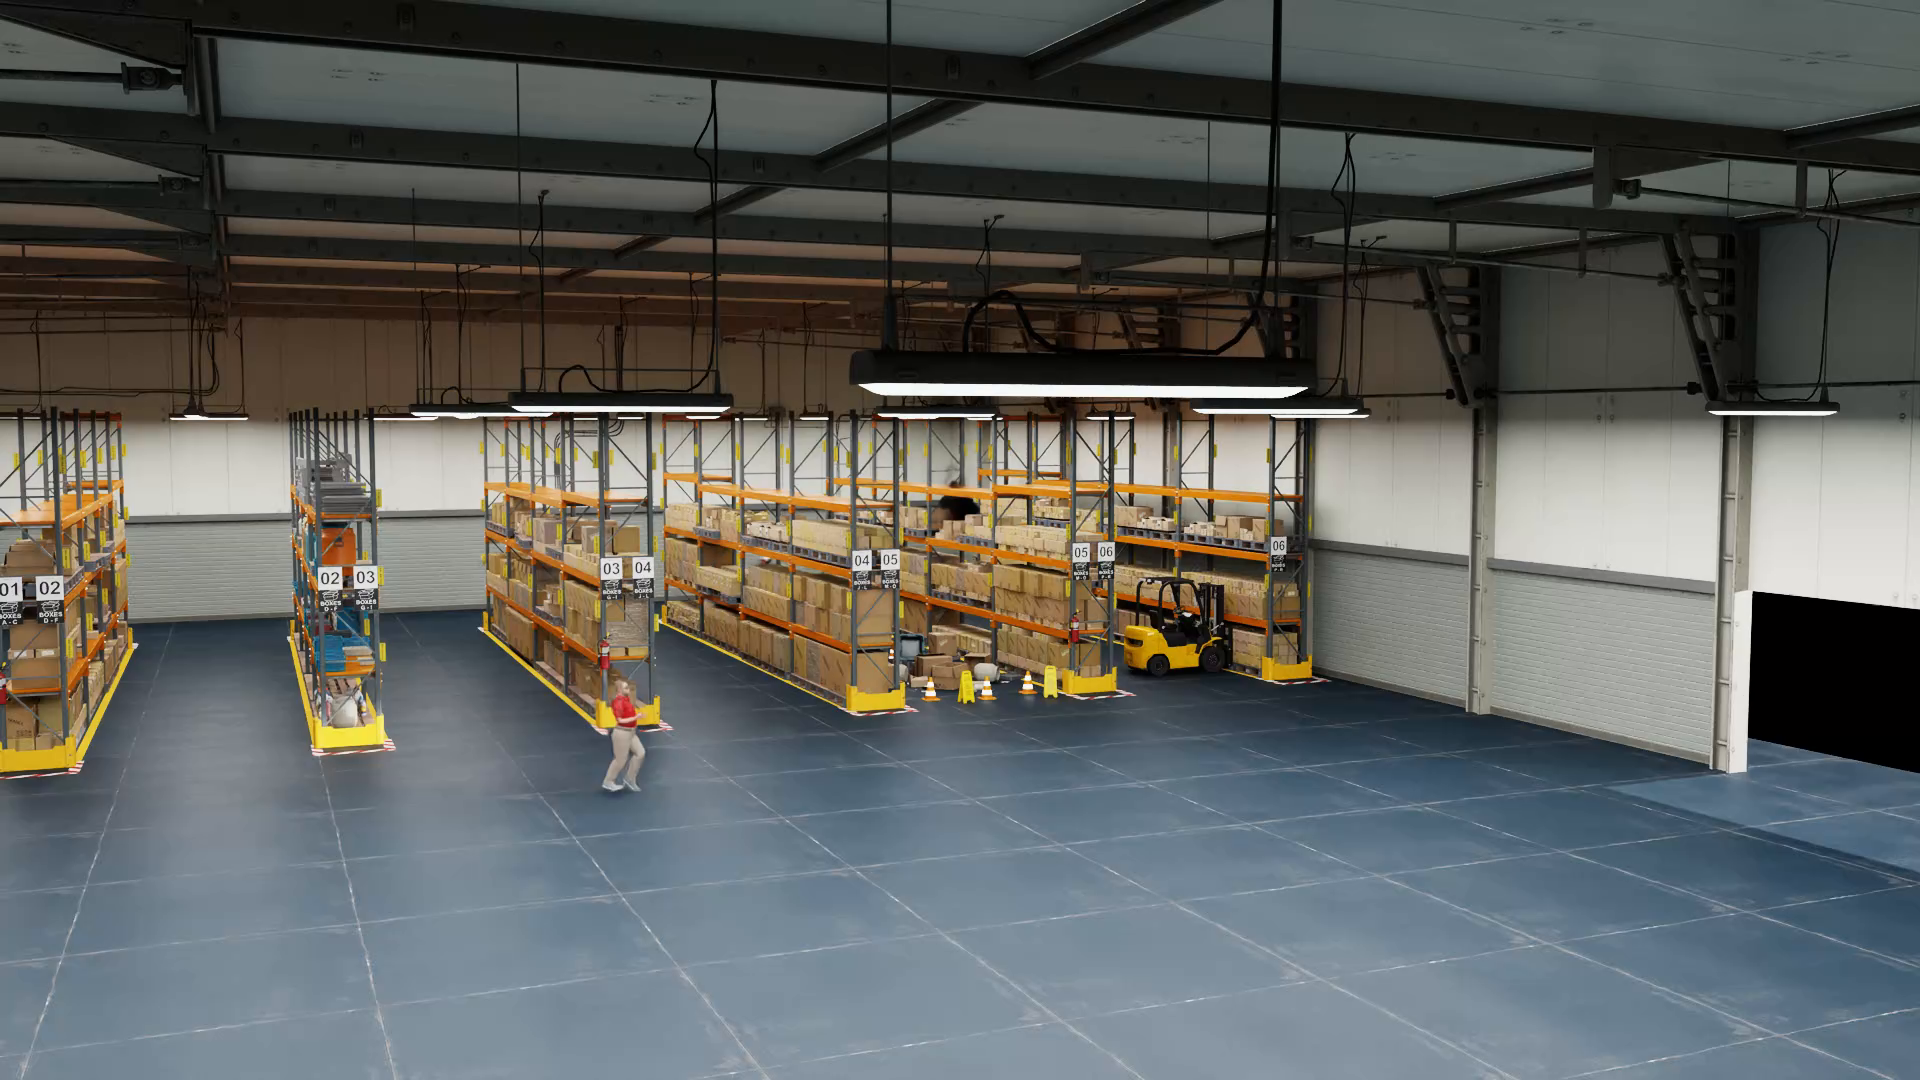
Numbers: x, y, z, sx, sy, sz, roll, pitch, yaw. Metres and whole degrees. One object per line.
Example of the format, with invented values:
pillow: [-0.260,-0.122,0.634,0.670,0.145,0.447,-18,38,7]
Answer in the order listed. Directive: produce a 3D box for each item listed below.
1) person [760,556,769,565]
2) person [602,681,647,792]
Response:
person: [-5.949,1.328,50.480,0.610,1.722,0.660,-1,4,-20]
person: [-5.179,3.069,25.768,0.727,1.781,0.638,0,4,4]
